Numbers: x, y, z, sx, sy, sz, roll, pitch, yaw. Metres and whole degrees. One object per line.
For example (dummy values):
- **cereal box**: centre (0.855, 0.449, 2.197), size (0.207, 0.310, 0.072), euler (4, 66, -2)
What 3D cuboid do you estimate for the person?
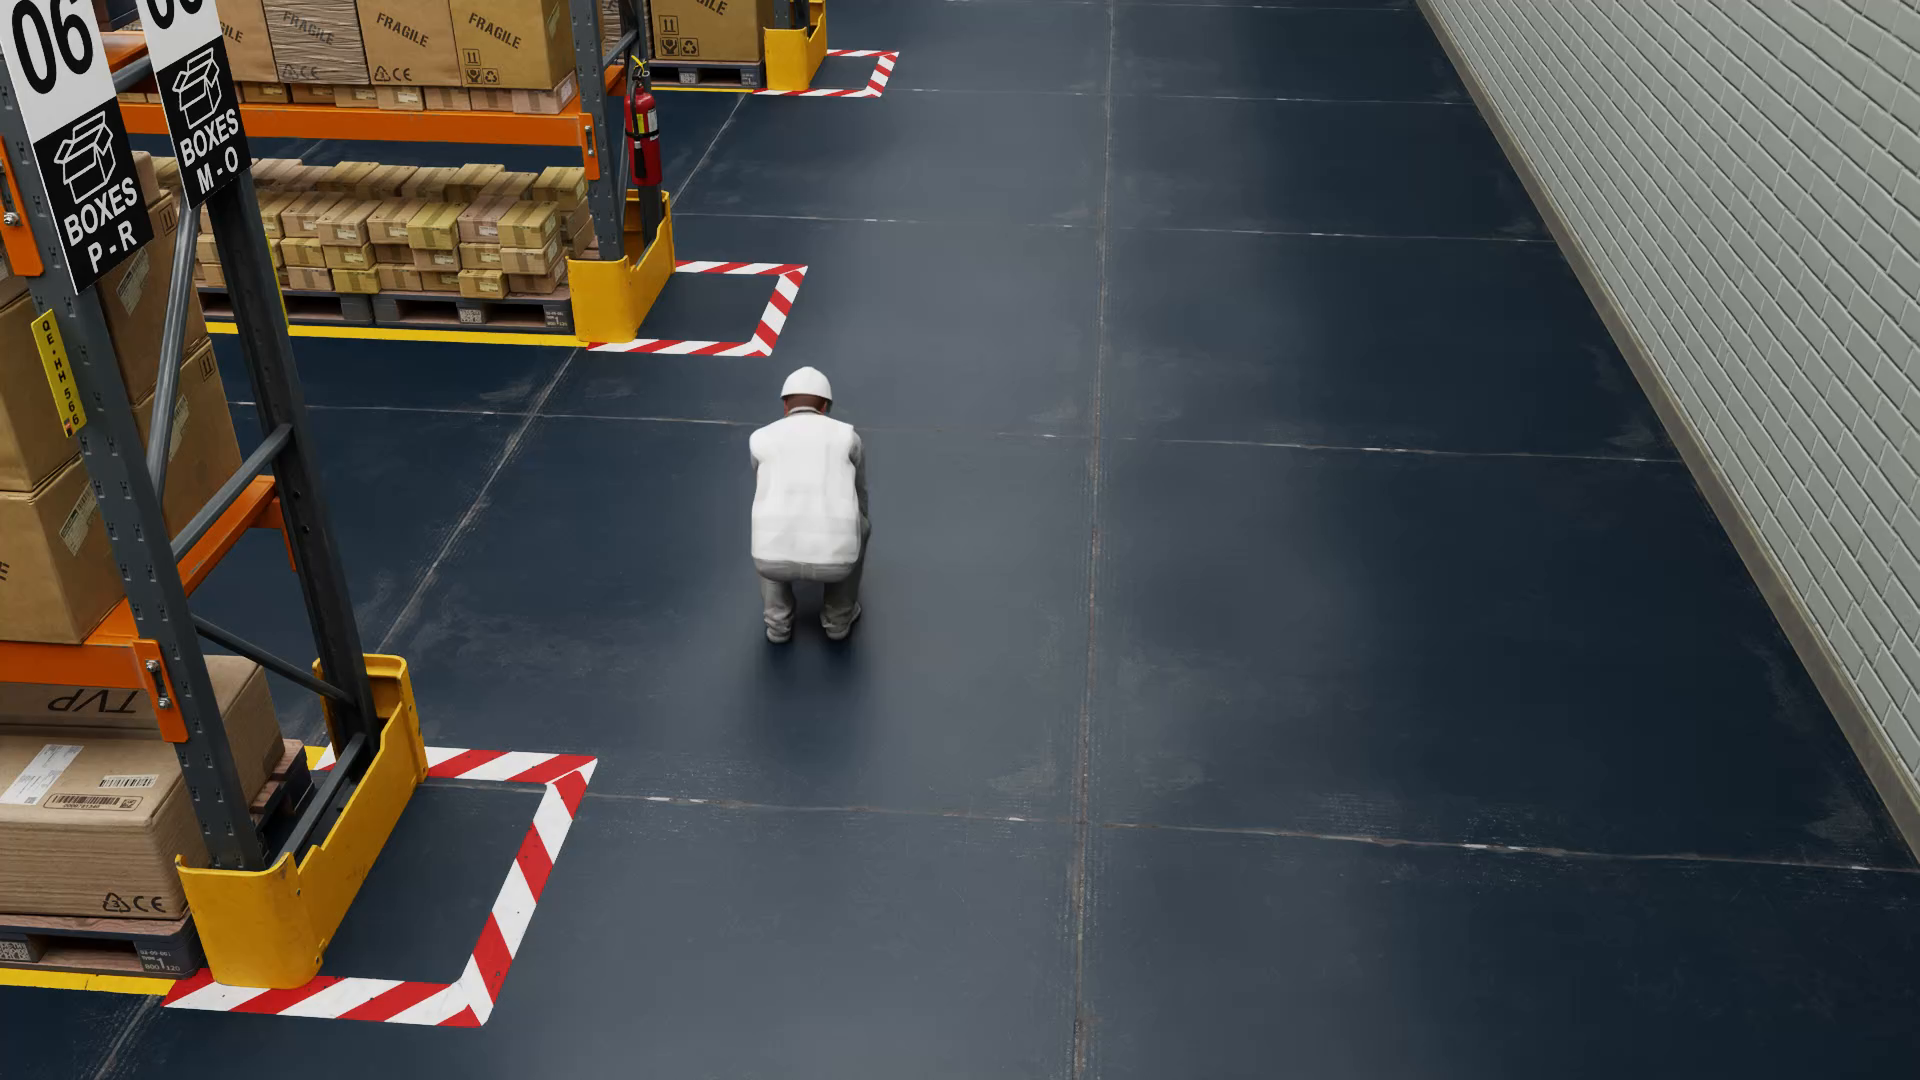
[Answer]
- **person**: centre (-0.637, -0.117, 7.039), size (0.499, 1.008, 0.892), euler (2, 32, 3)
